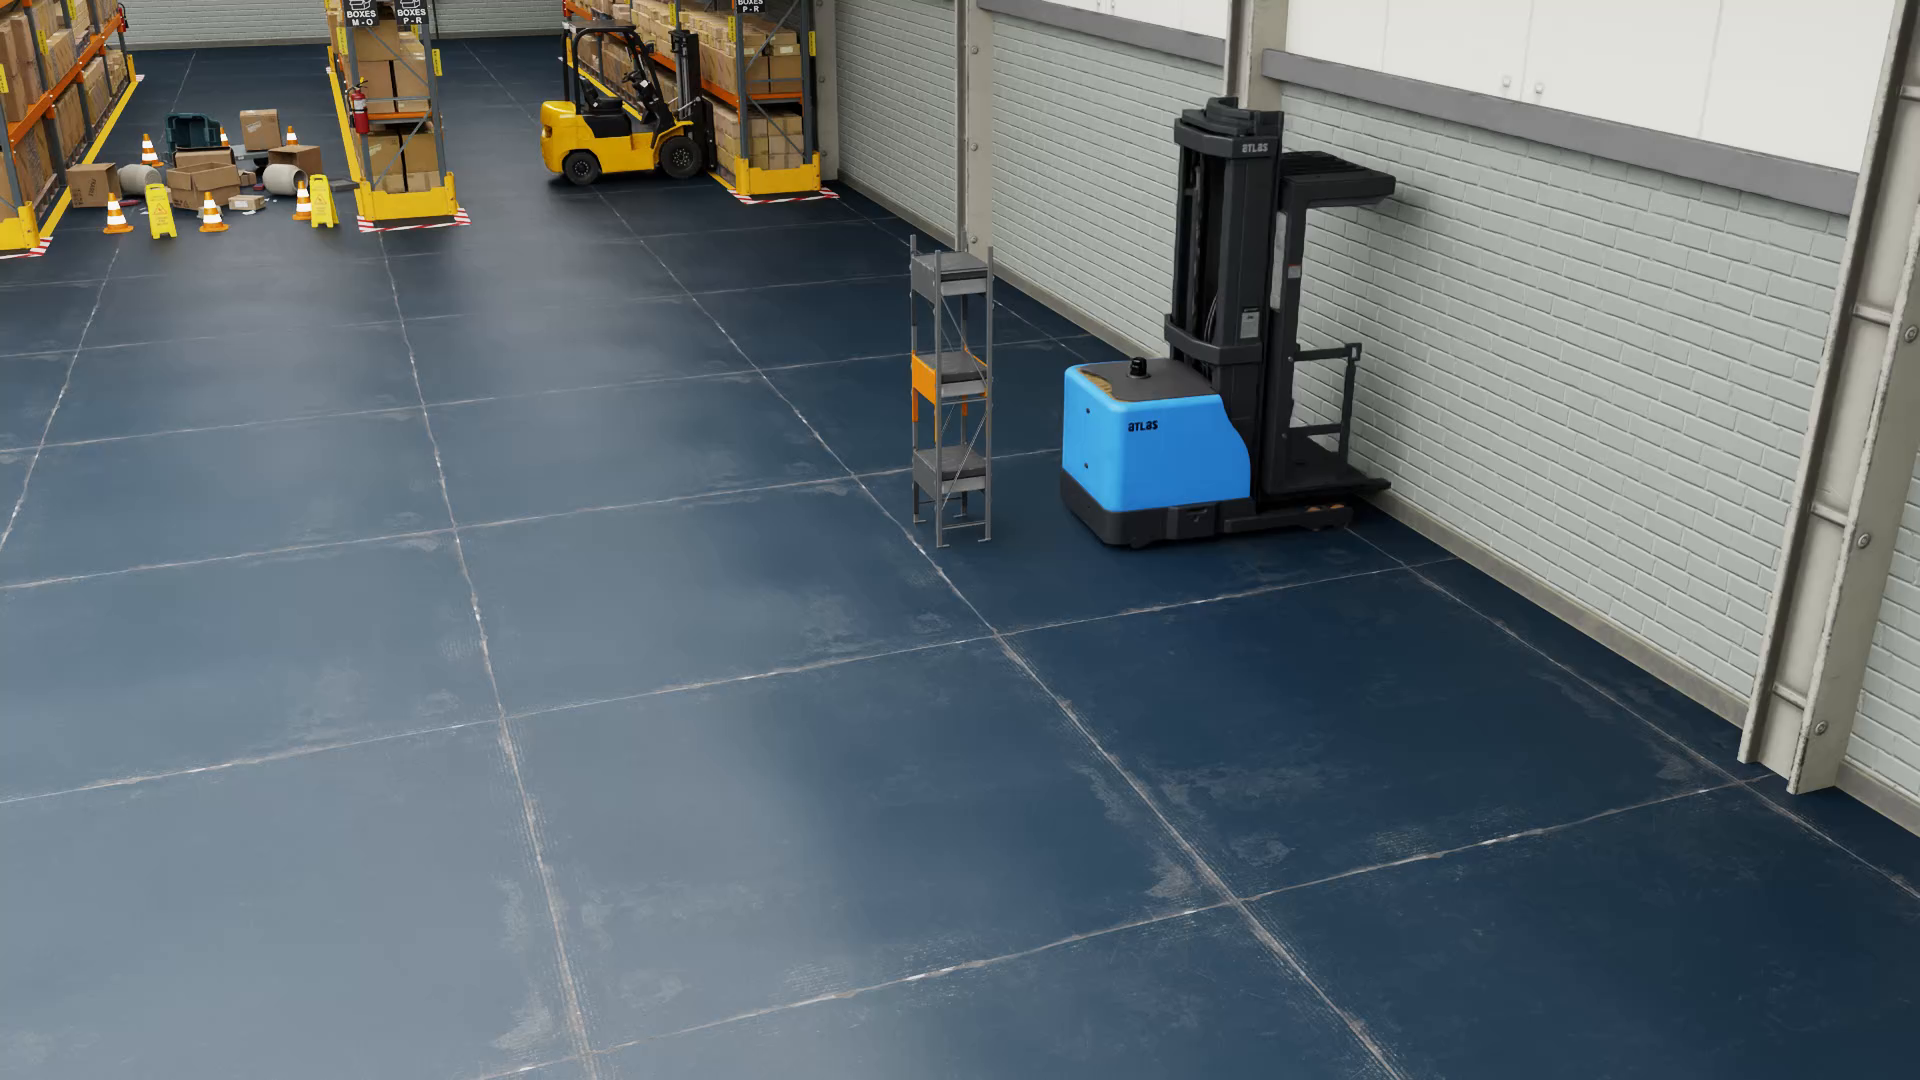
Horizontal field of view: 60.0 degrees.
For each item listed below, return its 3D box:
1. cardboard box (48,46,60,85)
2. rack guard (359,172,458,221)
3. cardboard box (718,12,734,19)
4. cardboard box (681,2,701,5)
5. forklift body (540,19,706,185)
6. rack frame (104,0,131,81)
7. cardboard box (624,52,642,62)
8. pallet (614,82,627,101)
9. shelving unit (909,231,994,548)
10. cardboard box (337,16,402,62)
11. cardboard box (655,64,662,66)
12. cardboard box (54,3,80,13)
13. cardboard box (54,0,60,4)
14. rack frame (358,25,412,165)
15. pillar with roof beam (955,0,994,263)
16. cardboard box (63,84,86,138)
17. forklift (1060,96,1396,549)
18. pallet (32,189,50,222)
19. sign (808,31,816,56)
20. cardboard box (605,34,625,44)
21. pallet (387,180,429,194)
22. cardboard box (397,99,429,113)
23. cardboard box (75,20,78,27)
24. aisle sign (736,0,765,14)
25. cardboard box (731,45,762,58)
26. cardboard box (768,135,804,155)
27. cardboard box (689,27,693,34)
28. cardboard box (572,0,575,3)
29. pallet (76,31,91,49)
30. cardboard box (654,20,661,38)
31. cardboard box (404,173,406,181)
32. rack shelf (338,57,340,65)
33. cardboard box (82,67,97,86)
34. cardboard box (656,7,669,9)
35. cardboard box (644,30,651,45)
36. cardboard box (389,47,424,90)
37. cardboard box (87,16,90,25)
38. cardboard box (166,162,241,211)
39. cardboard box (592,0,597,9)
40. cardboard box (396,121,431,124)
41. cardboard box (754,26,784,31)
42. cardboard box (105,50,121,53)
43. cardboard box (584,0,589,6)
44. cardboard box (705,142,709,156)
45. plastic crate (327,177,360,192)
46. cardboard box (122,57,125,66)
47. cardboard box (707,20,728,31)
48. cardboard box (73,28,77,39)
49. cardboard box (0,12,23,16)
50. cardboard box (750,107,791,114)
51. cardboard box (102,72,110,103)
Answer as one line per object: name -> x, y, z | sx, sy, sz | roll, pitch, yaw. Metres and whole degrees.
cardboard box -> -13.325, -6.830, 23.964 | 0.500, 0.500, 0.500 | -8, 24, -19
rack guard -> -7.230, -4.511, 21.808 | 1.175, 0.500, 0.348 | -8, 24, -19
cardboard box -> -3.529, -8.081, 25.715 | 0.380, 0.149, 0.250 | -9, 24, -20
cardboard box -> -4.699, -9.217, 28.792 | 0.380, 0.149, 0.250 | -9, 24, -20
forklift body -> -4.938, -6.365, 24.082 | 2.313, 2.155, 1.214 | -8, 24, -19
rack frame -> -17.451, -10.733, 33.352 | 1.000, 3.000, 0.127 | -8, 24, -19
cardboard box -> -6.115, -9.099, 31.318 | 0.380, 0.149, 0.250 | -9, 24, -20
pallet -> -6.043, -8.658, 32.021 | 1.003, 0.211, 1.213 | -8, 24, -19
shelving unit -> -0.058, -1.028, 11.485 | 0.431, 2.100, 0.503 | -8, 24, -19
cardboard box -> -7.588, -6.435, 21.355 | 0.700, 0.500, 0.500 | -9, 24, -20
cardboard box -> -5.429, -8.638, 31.061 | 0.500, 0.500, 0.500 | -8, 24, -19
cardboard box -> -15.351, -9.135, 28.579 | 0.380, 0.149, 0.250 | -9, 25, -21
cardboard box -> -16.473, -9.599, 30.152 | 0.500, 0.500, 0.500 | -8, 24, -19
rack frame -> -8.616, -7.088, 24.706 | 1.000, 3.000, 0.127 | -8, 24, -19
pillar with roof beam -> -3.872, -6.688, 16.031 | 9.100, 9.000, 0.400 | -8, 24, -19
cardboard box -> -14.494, -6.749, 26.257 | 1.050, 0.750, 0.750 | -9, 24, -20
forklift -> 2.314, -1.605, 11.785 | 3.031, 2.935, 1.130 | -7, 24, -16
pallet -> -12.581, -4.356, 21.814 | 1.003, 0.211, 1.213 | -8, 24, -19
sign -> -2.040, -6.827, 22.868 | 0.100, 0.325, 0.005 | -8, 24, -19
cardboard box -> -6.786, -9.901, 32.837 | 0.380, 0.149, 0.250 | -10, 25, -22
pallet -> -7.484, -4.678, 22.576 | 1.003, 0.211, 1.213 | -8, 24, -19
cardboard box -> -7.130, -5.671, 21.666 | 0.380, 0.149, 0.250 | -8, 24, -19
cardboard box -> -15.064, -8.712, 27.957 | 0.380, 0.149, 0.250 | -9, 24, -19
aisle sign -> -2.812, -7.451, 22.219 | 0.394, 0.787, 0.004 | -8, 24, -19
cardboard box -> -2.946, -6.750, 22.939 | 0.380, 0.149, 0.250 | -8, 24, -18
cardboard box -> -2.533, -5.674, 23.705 | 0.500, 0.250, 0.500 | -8, 24, -18
cardboard box -> -3.879, -7.679, 25.144 | 0.380, 0.149, 0.250 | -8, 24, -18
cardboard box -> -8.221, -11.772, 36.142 | 0.380, 0.149, 0.250 | -8, 24, -18
pallet -> -15.362, -8.451, 28.186 | 1.003, 0.211, 1.213 | -8, 24, -19
cardboard box -> -4.750, -8.448, 27.481 | 0.500, 0.250, 0.500 | -8, 24, -18
cardboard box -> -7.403, -5.079, 22.938 | 0.500, 0.250, 0.500 | -7, 24, -17
rack shelf -> -10.736, -8.937, 30.018 | 1.077, 0.370, 4.000 | -8, 24, -19
cardboard box -> -14.984, -7.863, 28.255 | 0.500, 0.250, 0.500 | -8, 24, -19
cardboard box -> -4.902, -8.864, 27.955 | 0.380, 0.149, 0.250 | -8, 24, -19
cardboard box -> -5.097, -8.591, 28.463 | 0.500, 0.250, 0.500 | -9, 25, -21
cardboard box -> -7.478, -6.401, 22.563 | 0.500, 0.500, 0.500 | -9, 24, -20
cardboard box -> -15.712, -9.240, 29.593 | 0.380, 0.149, 0.250 | -9, 24, -20
cardboard box -> -10.192, -4.775, 22.432 | 0.637, 0.503, 0.797 | 12, 26, 27
cardboard box -> -6.838, -10.711, 32.631 | 0.700, 0.500, 0.500 | -8, 24, -18
cardboard box -> -7.597, -5.619, 23.254 | 0.500, 0.500, 0.500 | -8, 24, -18
cardboard box -> -2.721, -7.236, 23.710 | 0.380, 0.149, 0.250 | -8, 24, -19
cardboard box -> -17.027, -9.729, 33.335 | 0.380, 0.149, 0.250 | -8, 24, -18
cardboard box -> -7.399, -11.077, 33.979 | 0.500, 0.250, 0.500 | -8, 24, -19
cardboard box -> -3.562, -5.922, 24.938 | 0.500, 0.250, 0.500 | -8, 24, -17
plastic crate -> -8.829, -5.060, 23.652 | 0.402, 0.080, 0.583 | -18, 29, -37
cardboard box -> -16.997, -9.597, 33.404 | 0.380, 0.149, 0.250 | -9, 24, -20
cardboard box -> -3.505, -7.551, 24.456 | 0.380, 0.149, 0.250 | -8, 24, -19
cardboard box -> -14.881, -8.387, 27.570 | 0.380, 0.149, 0.250 | -7, 24, -17
cardboard box -> -13.113, -6.800, 22.439 | 0.875, 0.550, 0.550 | -8, 24, -19
cardboard box -> -2.734, -6.086, 24.040 | 0.500, 0.250, 0.500 | -8, 24, -19
cardboard box -> -15.540, -8.087, 29.752 | 0.500, 0.500, 0.500 | -9, 24, -20
